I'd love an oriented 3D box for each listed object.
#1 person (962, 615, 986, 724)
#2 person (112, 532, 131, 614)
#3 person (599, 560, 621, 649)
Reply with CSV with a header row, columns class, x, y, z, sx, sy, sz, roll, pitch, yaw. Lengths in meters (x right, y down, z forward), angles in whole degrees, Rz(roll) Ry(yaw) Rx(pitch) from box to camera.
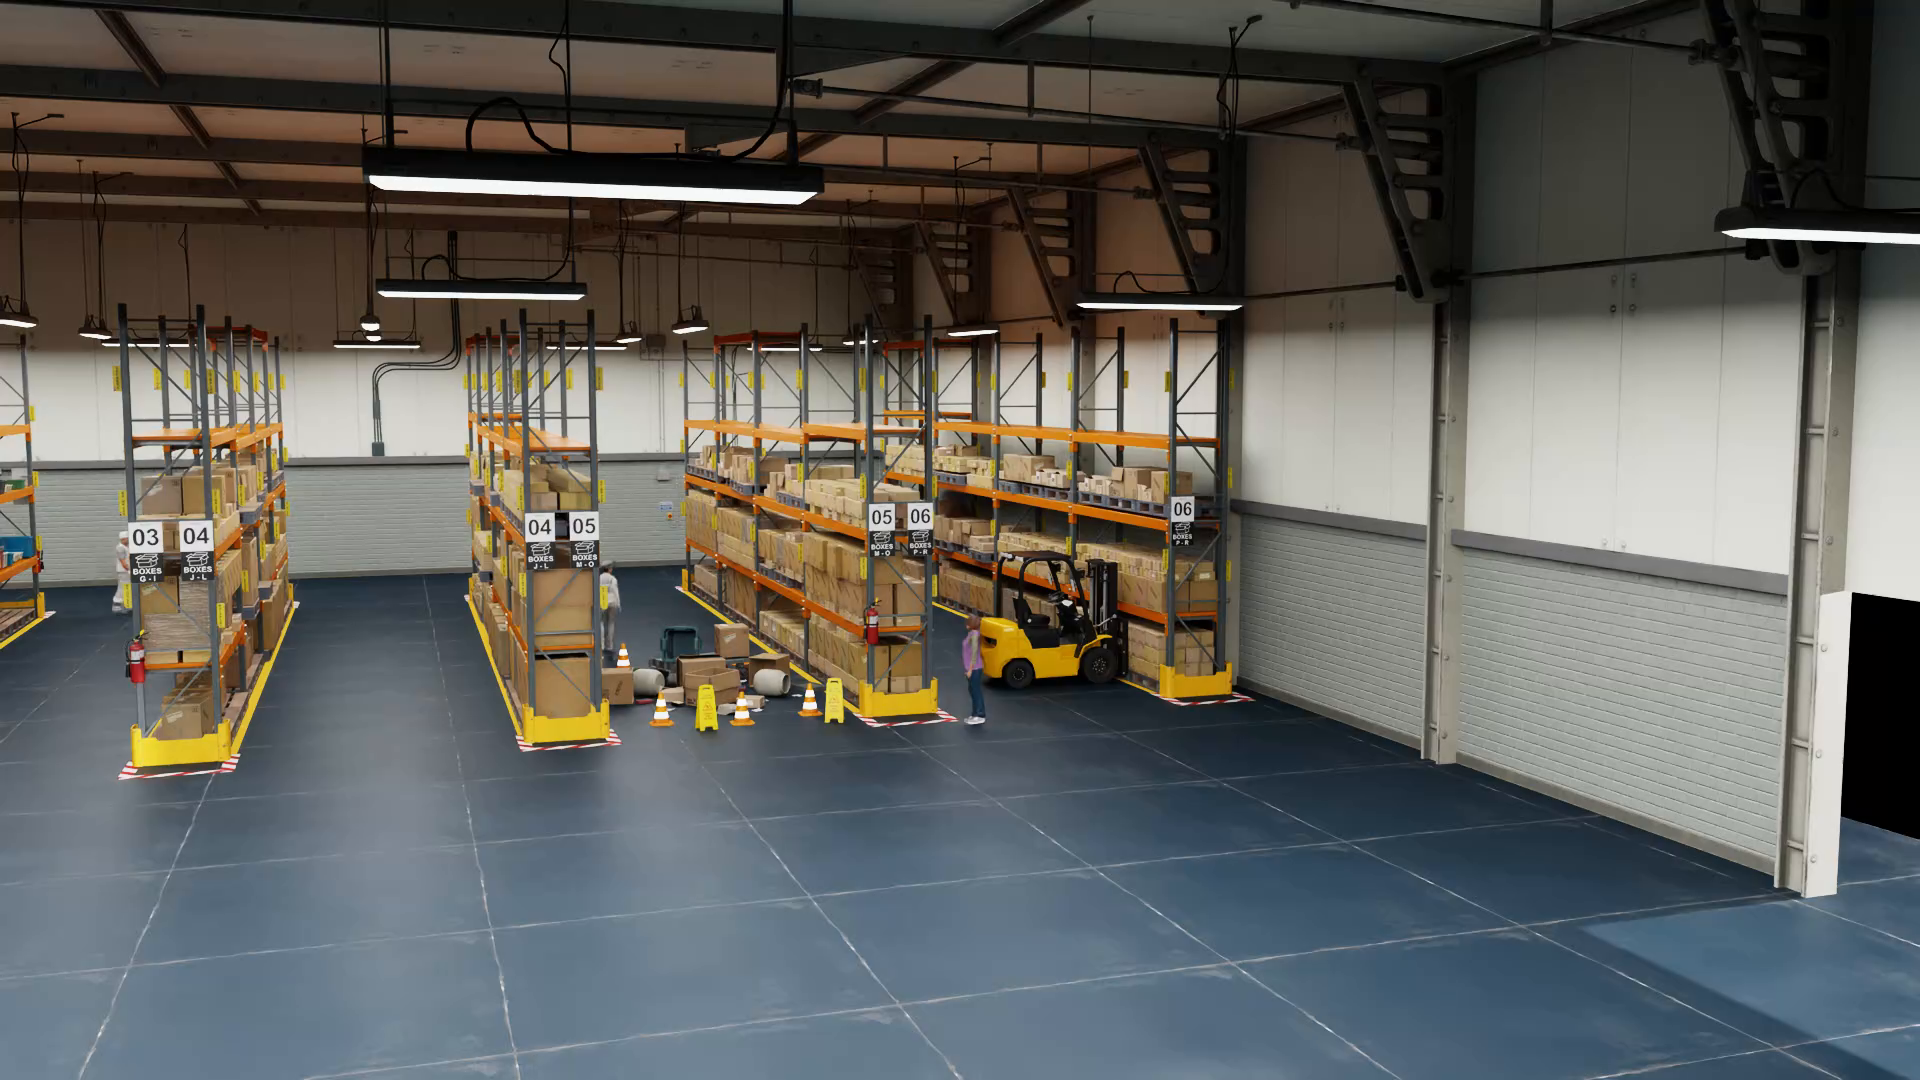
class,x,y,z,sx,sy,sz,roll,pitch,yaw
person,0.199,1.911,24.376,0.350,1.610,0.463,-1,5,-8
person,-17.949,0.722,35.907,0.717,1.819,0.596,-3,6,-29
person,-6.597,1.210,30.996,0.548,1.671,0.455,-1,6,-14
